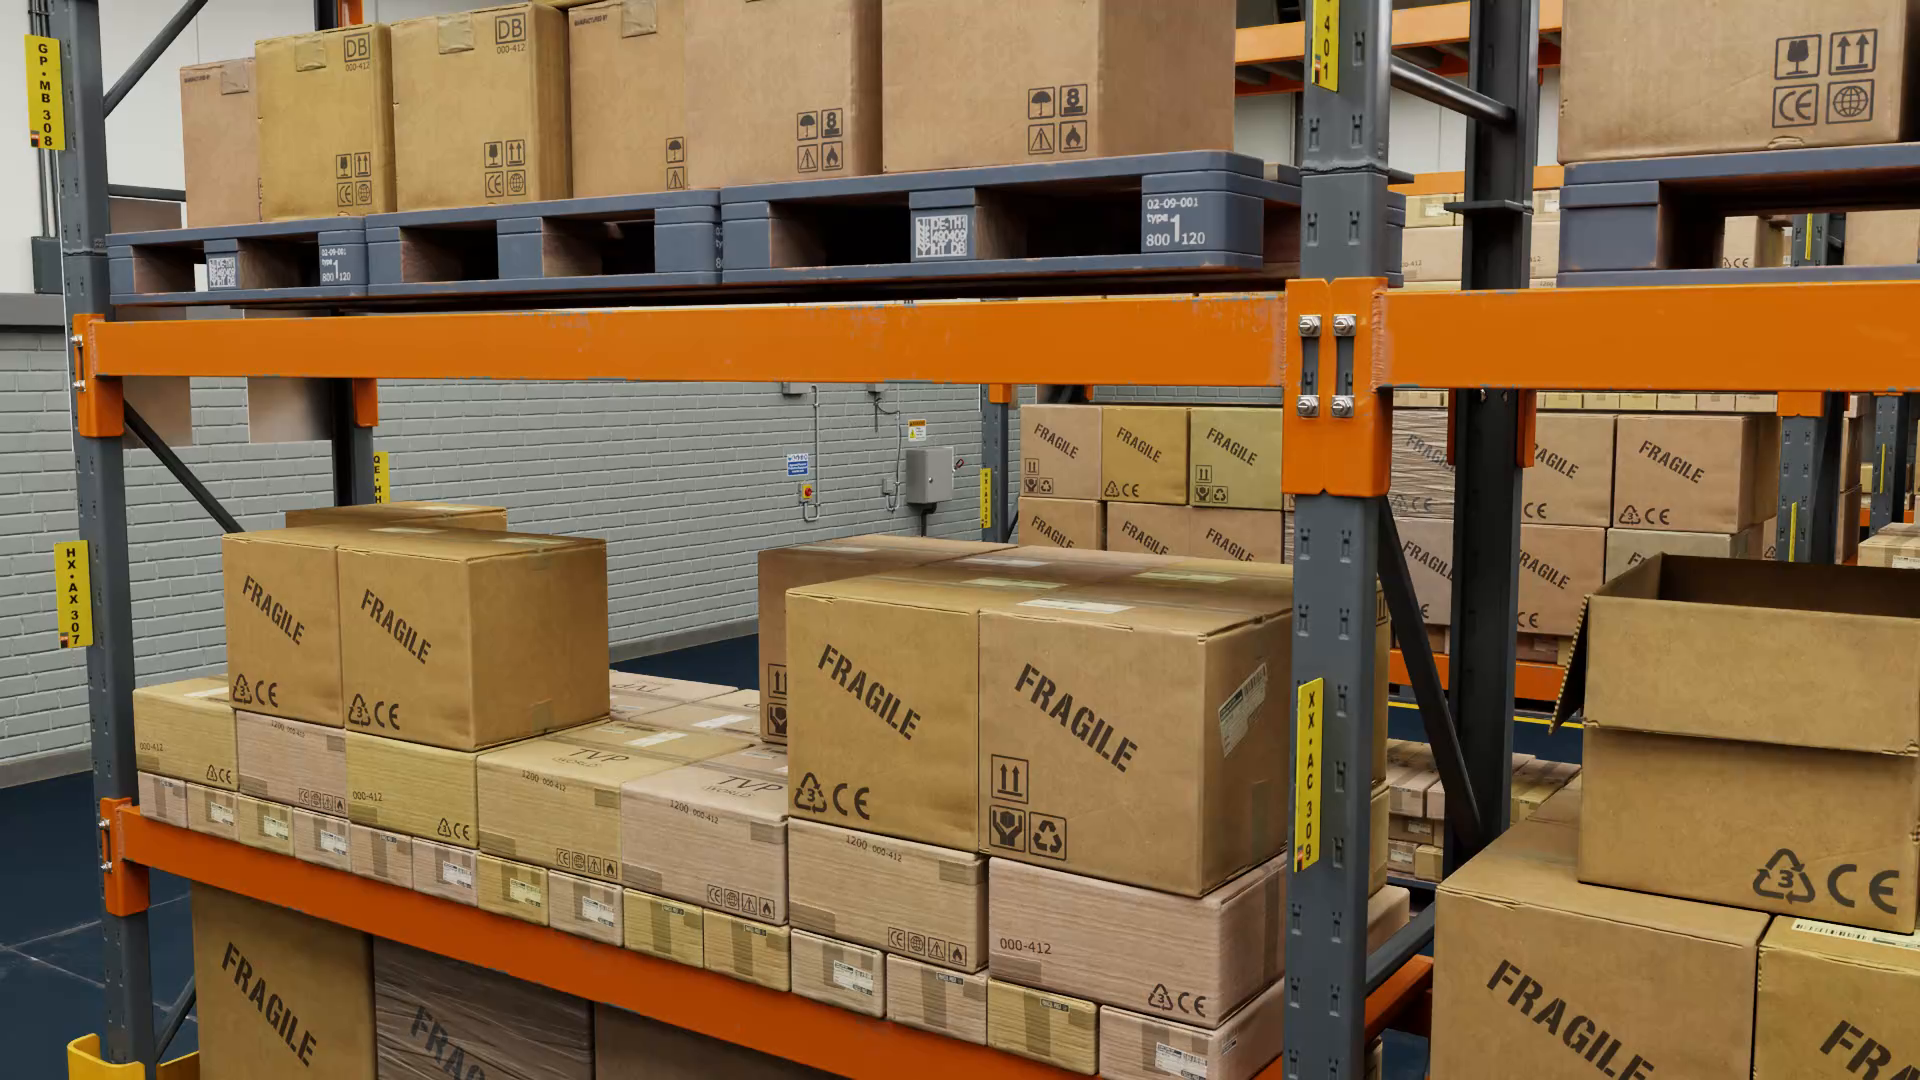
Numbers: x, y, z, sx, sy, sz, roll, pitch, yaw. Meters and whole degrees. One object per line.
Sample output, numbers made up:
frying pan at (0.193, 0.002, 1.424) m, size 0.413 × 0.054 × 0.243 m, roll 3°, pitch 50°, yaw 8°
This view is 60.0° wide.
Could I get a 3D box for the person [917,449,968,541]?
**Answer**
person at (-0.237, -0.052, 17.236) m, size 0.532 × 1.775 × 0.560 m, roll 4°, pitch 7°, yaw 33°
